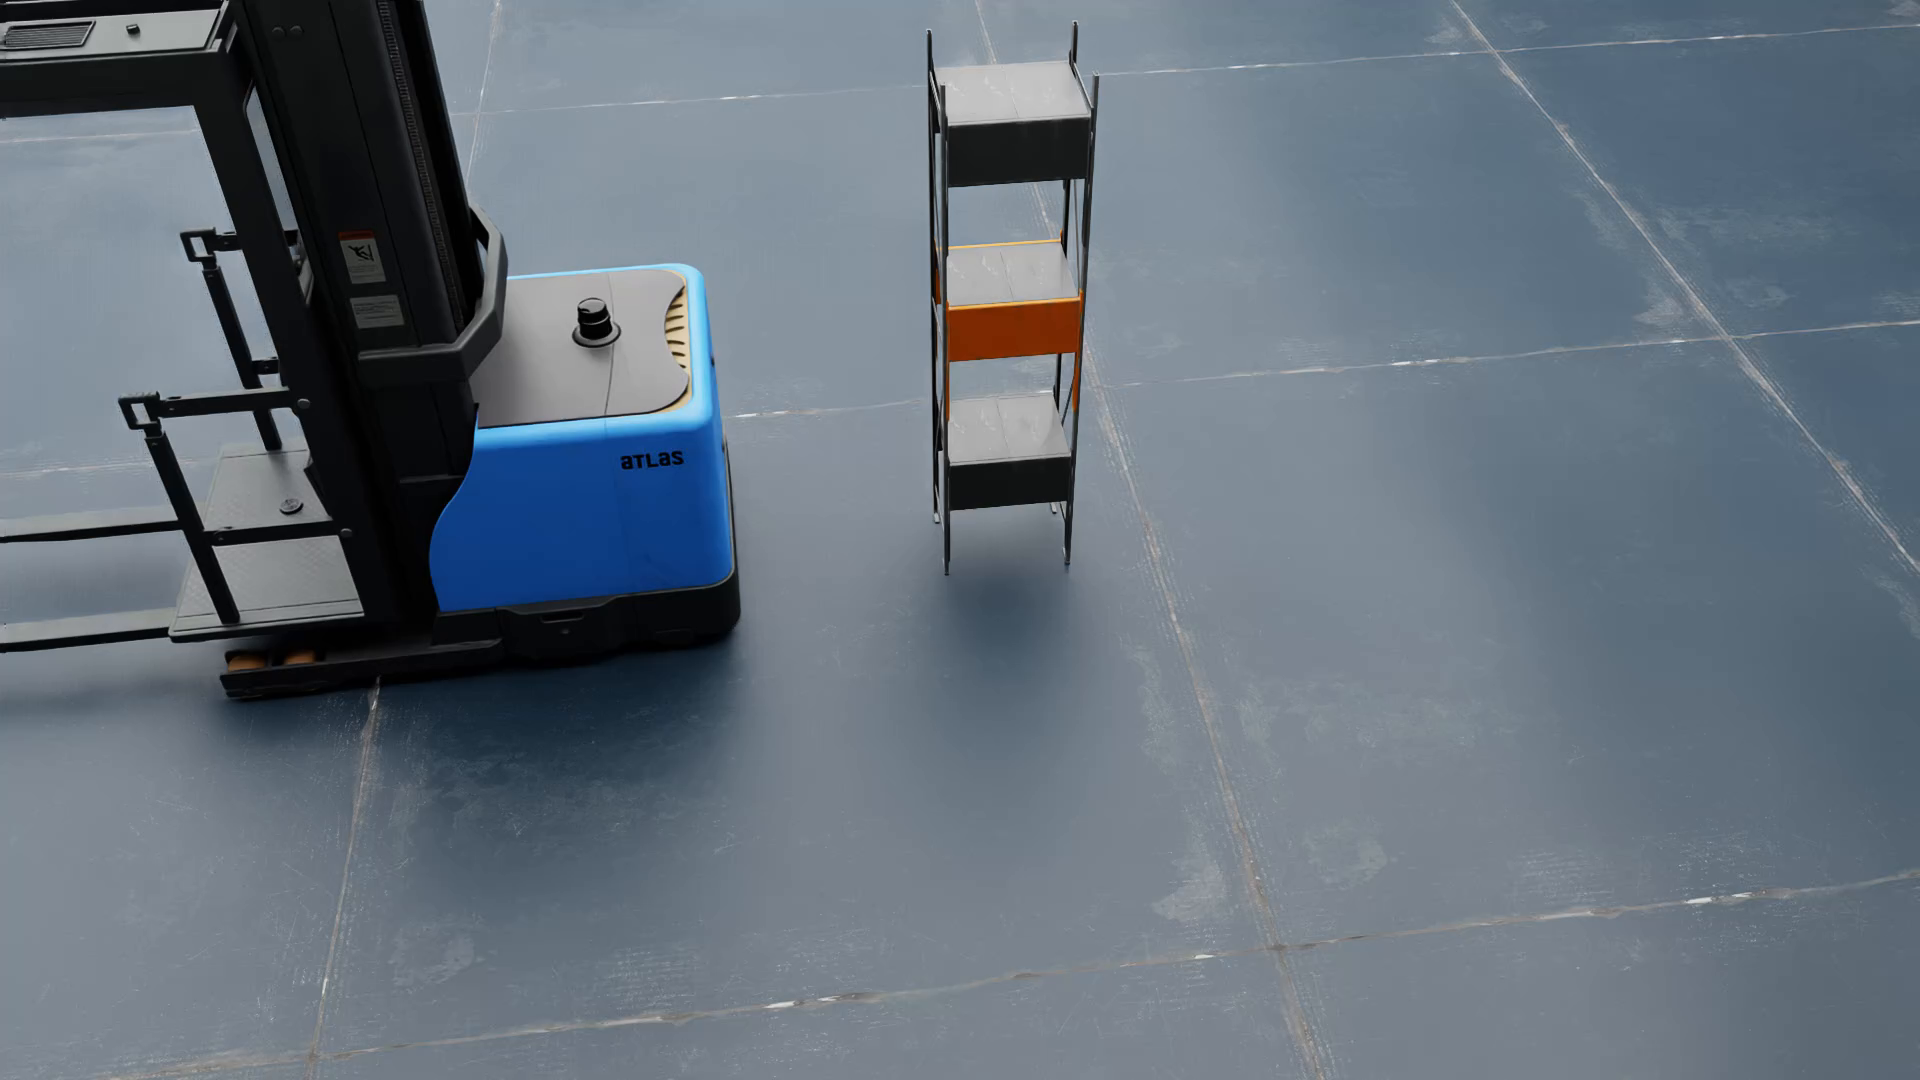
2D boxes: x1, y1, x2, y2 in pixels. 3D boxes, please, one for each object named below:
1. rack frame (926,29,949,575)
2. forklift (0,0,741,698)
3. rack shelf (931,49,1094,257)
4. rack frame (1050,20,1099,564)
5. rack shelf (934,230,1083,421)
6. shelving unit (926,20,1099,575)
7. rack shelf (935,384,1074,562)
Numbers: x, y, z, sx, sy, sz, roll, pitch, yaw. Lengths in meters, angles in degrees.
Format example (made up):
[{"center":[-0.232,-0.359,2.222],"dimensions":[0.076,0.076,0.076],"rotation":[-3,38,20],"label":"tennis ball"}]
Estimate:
[{"center":[-0.078,-0.773,6.039],"dimensions":[0.015,2.100,0.400],"rotation":[-5,42,-6],"label":"rack frame"},{"center":[-2.396,-0.890,5.548],"dimensions":[3.031,2.935,1.130],"rotation":[-6,42,-6],"label":"forklift"},{"center":[0.164,-1.304,5.603],"dimensions":[0.480,0.518,0.431],"rotation":[-5,42,-6],"label":"rack shelf"},{"center":[0.406,-0.815,6.086],"dimensions":[0.015,2.100,0.400],"rotation":[-5,42,-6],"label":"rack frame"},{"center":[0.164,-0.784,6.072],"dimensions":[0.480,0.518,0.431],"rotation":[-5,42,-6],"label":"rack shelf"},{"center":[0.164,-0.794,6.063],"dimensions":[0.503,2.100,0.431],"rotation":[-5,42,-6],"label":"shelving unit"},{"center":[0.164,-0.264,6.541],"dimensions":[0.480,0.518,0.431],"rotation":[-5,42,-6],"label":"rack shelf"}]
